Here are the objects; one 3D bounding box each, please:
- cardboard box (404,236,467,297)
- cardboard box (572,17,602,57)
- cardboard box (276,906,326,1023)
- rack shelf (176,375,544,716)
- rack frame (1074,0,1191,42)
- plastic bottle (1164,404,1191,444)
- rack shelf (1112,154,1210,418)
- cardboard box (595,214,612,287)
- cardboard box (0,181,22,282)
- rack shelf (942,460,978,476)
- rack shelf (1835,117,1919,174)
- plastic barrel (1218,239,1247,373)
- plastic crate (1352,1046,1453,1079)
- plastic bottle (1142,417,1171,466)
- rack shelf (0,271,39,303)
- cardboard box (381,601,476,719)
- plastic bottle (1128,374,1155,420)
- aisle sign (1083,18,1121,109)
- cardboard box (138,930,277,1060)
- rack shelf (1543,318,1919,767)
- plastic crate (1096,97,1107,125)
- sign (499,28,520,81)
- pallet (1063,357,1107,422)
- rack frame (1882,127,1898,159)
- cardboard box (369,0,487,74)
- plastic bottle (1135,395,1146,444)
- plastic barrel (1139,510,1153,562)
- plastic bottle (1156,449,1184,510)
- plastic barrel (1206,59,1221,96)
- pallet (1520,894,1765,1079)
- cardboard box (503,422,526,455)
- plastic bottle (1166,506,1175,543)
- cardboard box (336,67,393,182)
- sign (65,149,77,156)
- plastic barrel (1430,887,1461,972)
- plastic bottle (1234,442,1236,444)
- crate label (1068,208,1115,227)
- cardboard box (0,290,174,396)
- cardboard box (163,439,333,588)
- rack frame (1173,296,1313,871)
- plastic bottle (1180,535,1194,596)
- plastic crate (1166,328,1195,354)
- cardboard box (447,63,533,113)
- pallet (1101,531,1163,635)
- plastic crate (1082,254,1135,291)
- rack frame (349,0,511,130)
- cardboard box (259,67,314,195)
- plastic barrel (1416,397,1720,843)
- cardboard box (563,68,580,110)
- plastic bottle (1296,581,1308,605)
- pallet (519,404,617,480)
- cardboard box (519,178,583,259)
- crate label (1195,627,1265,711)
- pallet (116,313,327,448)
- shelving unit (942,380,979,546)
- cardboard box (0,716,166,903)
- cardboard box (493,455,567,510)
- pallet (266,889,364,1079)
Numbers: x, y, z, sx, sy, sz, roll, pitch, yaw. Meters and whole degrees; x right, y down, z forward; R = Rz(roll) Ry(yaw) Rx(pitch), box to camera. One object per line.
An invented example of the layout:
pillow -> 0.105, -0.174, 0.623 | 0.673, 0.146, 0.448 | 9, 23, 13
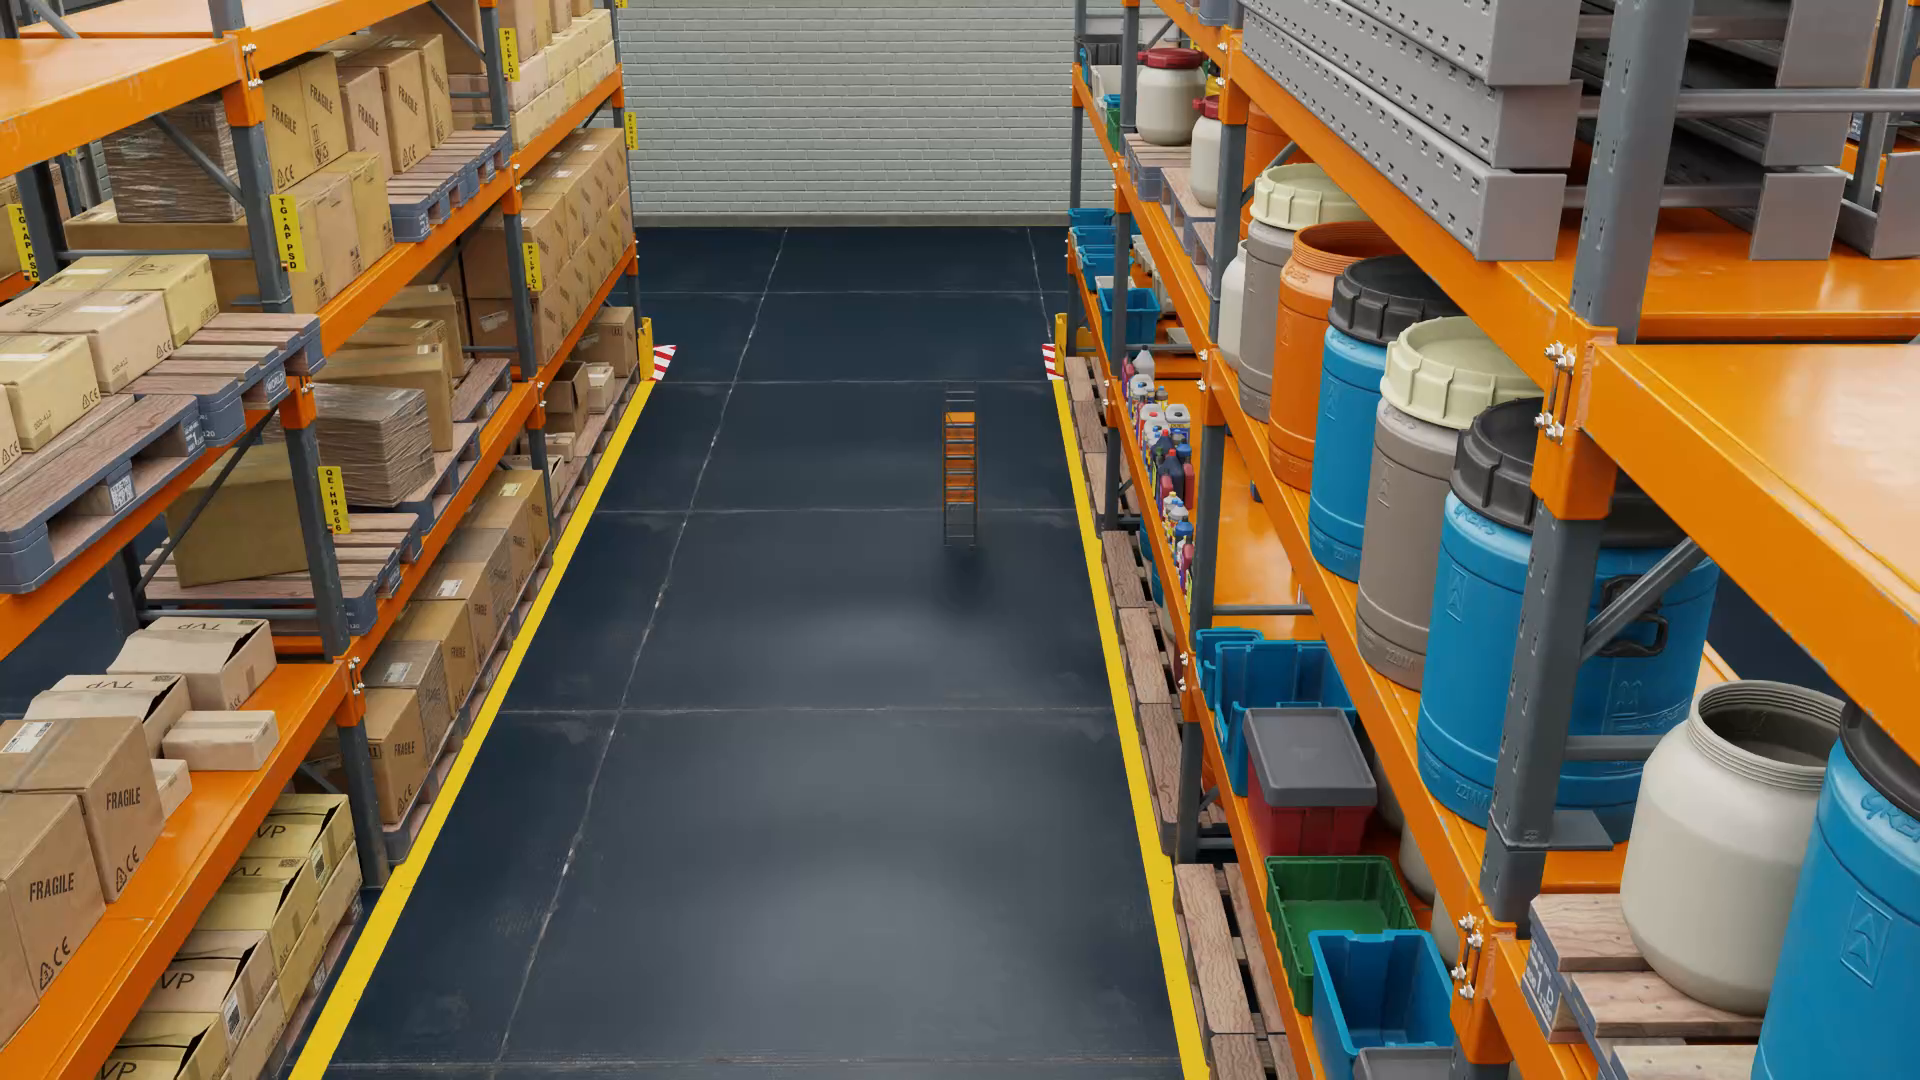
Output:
cardboard box -> -3.678, -2.003, 11.587 | 0.500, 0.500, 0.500 | 0, 24, 0
cardboard box -> -3.191, -4.052, 13.388 | 0.500, 0.250, 0.500 | 0, 24, -1
cardboard box -> -3.112, 1.843, 7.245 | 0.500, 0.250, 0.500 | -1, 24, -1
rack shelf -> -3.392, -0.142, 9.681 | 1.077, 0.370, 4.000 | 0, 24, -1
rack frame -> 1.495, -5.697, 13.809 | 1.000, 3.000, 0.127 | 0, 24, -1
plastic bottle -> 1.325, -0.685, 10.159 | 0.152, 0.276, 0.135 | 0, 24, -1
rack shelf -> 1.561, -1.530, 9.109 | 1.077, 0.370, 4.000 | 0, 24, -1
cardboard box -> -3.172, -2.386, 13.646 | 0.500, 0.500, 0.500 | 0, 24, 0
cardboard box -> -8.376, -2.546, 13.758 | 0.980, 0.700, 0.700 | 0, 24, -1
rack shelf -> 0.000, -0.500, 11.891 | 0.258, 0.103, 0.180 | 0, 24, -1
rack shelf -> 6.470, -3.200, 12.803 | 1.077, 0.370, 4.000 | 0, 24, -1
plastic barrel -> 1.280, -0.955, 6.830 | 0.421, 0.512, 0.421 | 0, 24, 0
plastic crate -> 1.315, 1.754, 4.537 | 0.402, 0.464, 0.583 | 0, 24, -1
plastic bottle -> 1.176, -0.589, 9.946 | 0.152, 0.276, 0.135 | 0, 24, -1
rack shelf -> -8.389, -1.767, 13.273 | 1.077, 0.370, 4.000 | 0, 24, -1
cardboard box -> -3.101, 0.681, 9.487 | 0.500, 0.500, 0.500 | -1, 24, -1
plastic bottle -> 1.167, -0.915, 10.668 | 0.152, 0.276, 0.135 | 0, 24, -1
aisle sign -> 1.198, -4.176, 14.572 | 0.394, 0.787, 0.004 | 0, 24, -1
cardboard box -> -3.104, 1.797, 6.667 | 0.500, 0.311, 0.500 | 0, 24, -1
rack shelf -> 1.648, 0.582, 1.285 | 1.077, 0.370, 4.000 | 0, 24, -1
plastic crate -> 1.145, -3.084, 11.992 | 0.293, 0.136, 0.466 | 0, 24, -1
sign -> -2.859, -3.080, 10.558 | 0.100, 0.325, 0.005 | 0, 24, -1
pallet -> 1.466, -1.353, 14.868 | 1.003, 0.211, 1.213 | 0, 24, -1
rack frame -> 6.492, -1.337, 11.450 | 1.000, 3.000, 0.127 | 0, 24, -1
cardboard box -> -3.458, -3.362, 10.953 | 0.700, 0.500, 0.500 | 0, 24, -1
plastic bottle -> 1.126, -0.743, 10.278 | 0.061, 0.283, 0.133 | 0, 24, -1
plastic barrel -> 1.528, -0.326, 11.251 | 0.600, 0.901, 0.708 | 0, 24, -1
plastic bottle -> 1.179, -0.346, 9.318 | 0.144, 0.351, 0.185 | 0, 24, -1
plastic barrel -> 1.752, -2.584, 9.828 | 0.600, 0.588, 0.600 | 0, 24, 0
pallet -> 1.732, 0.998, 2.877 | 1.213, 0.211, 1.003 | 0, 24, -1
cardboard box -> -3.712, -0.812, 13.018 | 0.500, 0.311, 0.500 | 0, 24, -1
plastic bottle -> 1.161, -0.084, 8.921 | 0.097, 0.201, 0.097 | 0, 24, 0
cardboard box -> -3.465, -2.186, 8.935 | 0.600, 0.600, 0.600 | -1, 24, -3
sign -> -7.868, -3.551, 14.652 | 0.100, 0.325, 0.005 | 0, 24, -1
plastic barrel -> 1.827, 1.222, 5.627 | 0.433, 0.535, 0.433 | 0, 24, 0
plastic bottle -> 1.751, -0.729, 10.261 | 0.097, 0.271, 0.097 | 0, 24, 0
crate label -> 1.169, -2.811, 14.839 | 0.416, 0.233, 0.303 | 0, 24, -1
cardboard box -> -3.285, -0.733, 6.147 | 0.500, 0.250, 0.500 | 0, 24, 1
cardboard box -> -3.490, -0.142, 8.176 | 0.700, 0.500, 0.500 | -9, 26, -18
rack frame -> 1.583, 0.333, 7.757 | 1.000, 3.000, 0.127 | 0, 24, -1
plastic bottle -> 1.149, 0.126, 8.355 | 0.061, 0.283, 0.133 | 0, 24, -1
plastic crate -> 1.677, -1.415, 11.869 | 0.396, 0.136, 0.243 | 0, 24, -1
cardboard box -> -3.171, -3.022, 11.111 | 0.500, 0.250, 0.500 | 0, 24, -1
pallet -> 1.506, 0.274, 11.272 | 1.003, 0.211, 1.213 | 0, 24, -1
plastic crate -> 1.186, -2.145, 13.366 | 0.416, 0.233, 0.300 | 0, 24, -1
rack frame -> -3.414, -4.028, 10.119 | 1.000, 3.000, 0.127 | 0, 24, -1
cardboard box -> -3.374, -1.904, 7.728 | 0.500, 0.500, 0.500 | 0, 24, -1
plastic barrel -> 1.404, 0.178, 3.852 | 0.600, 0.901, 0.708 | 0, 24, -1
cardboard box -> -3.186, -3.412, 12.580 | 0.500, 0.250, 0.500 | 0, 24, -1
plastic bottle -> 1.749, 0.211, 8.178 | 0.152, 0.276, 0.135 | 0, 24, -1
pallet -> -3.437, -0.811, 13.670 | 1.003, 0.211, 1.213 | 0, 24, -1
cardboard box -> -3.149, -2.415, 12.499 | 0.500, 0.500, 0.500 | -1, 24, -2
crate label -> 1.212, 0.585, 7.404 | 0.303, 0.233, 0.416 | 0, 24, -1
pallet -> -3.274, -0.648, 6.514 | 1.213, 0.211, 1.003 | 1, 24, 2
shelving unit -> 0.000, -0.541, 11.873 | 0.258, 1.200, 0.189 | 0, 24, -1
cardboard box -> -3.336, 1.000, 6.162 | 0.500, 0.500, 0.500 | -2, 24, -3
cardboard box -> -3.202, -0.444, 12.203 | 0.500, 0.311, 0.500 | 0, 24, -1
pallet -> -3.400, 1.964, 7.535 | 1.003, 0.211, 1.213 | 0, 24, -1
